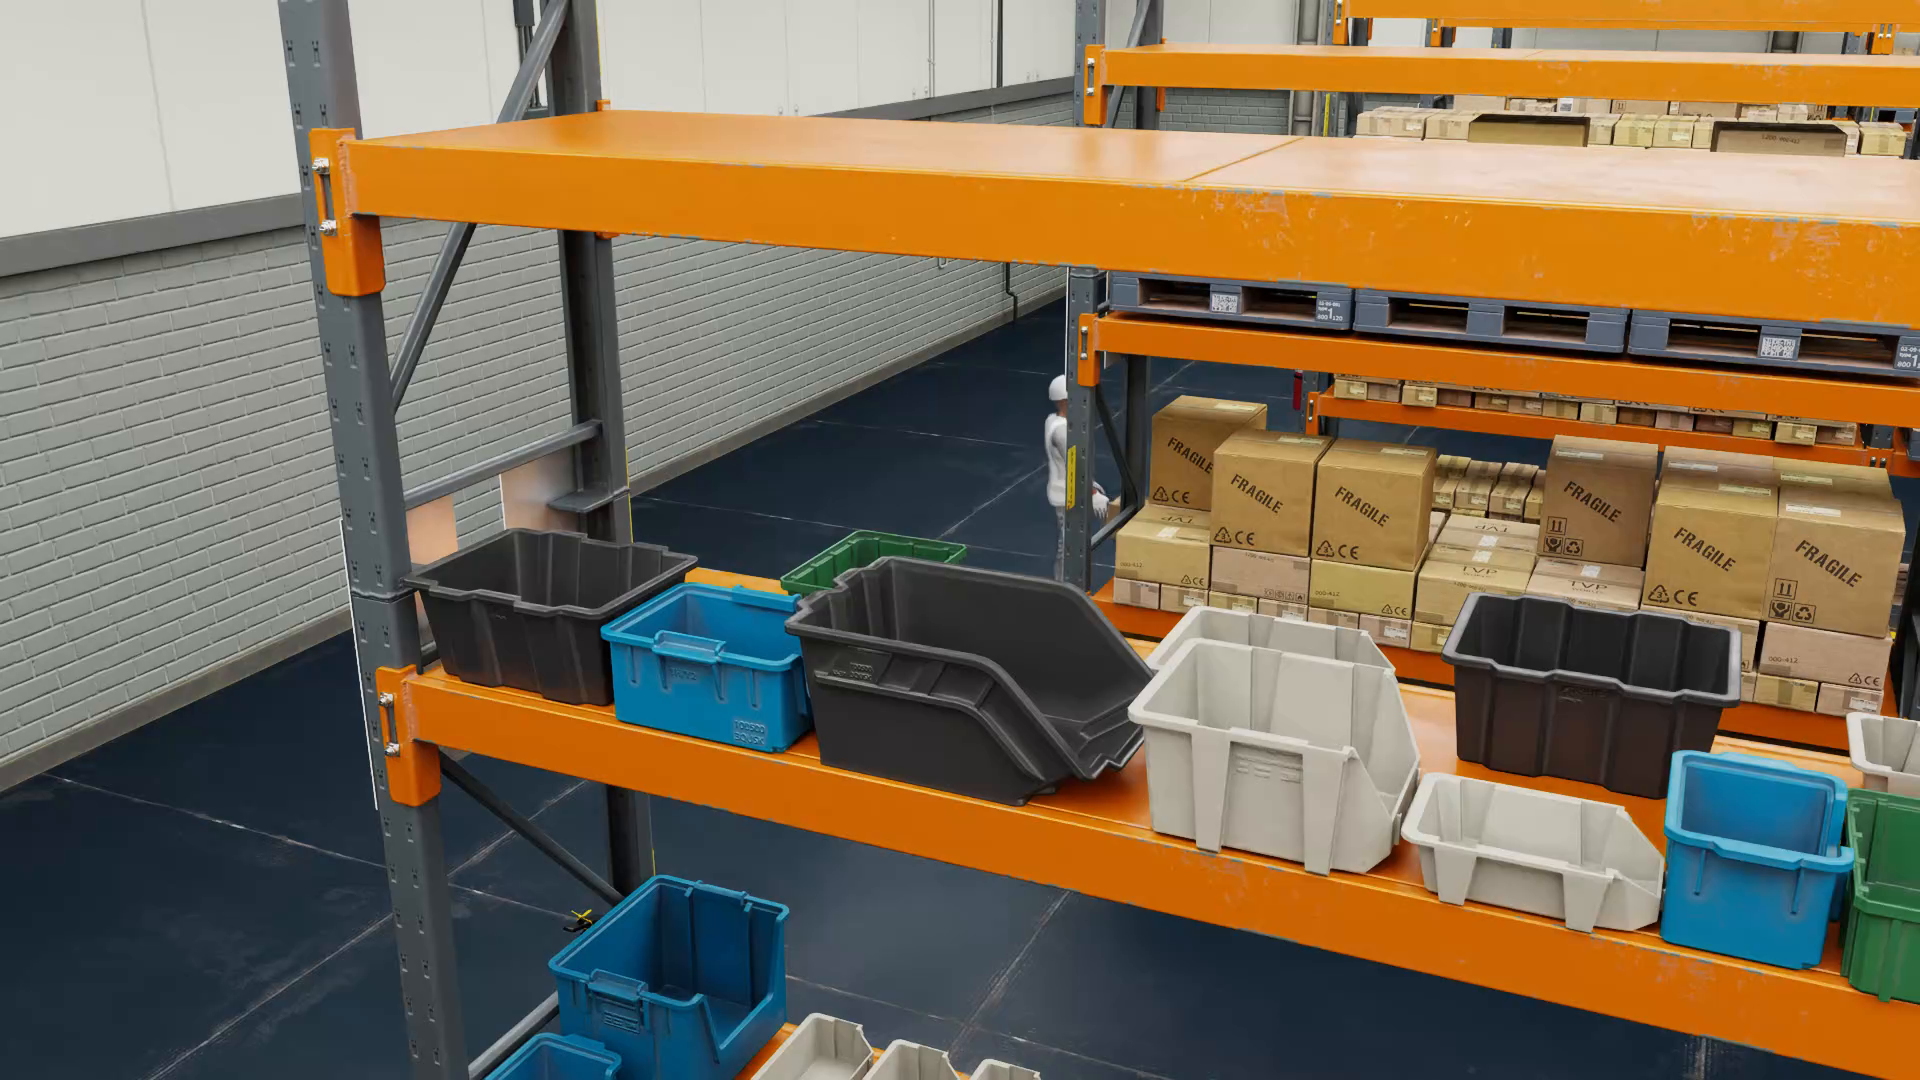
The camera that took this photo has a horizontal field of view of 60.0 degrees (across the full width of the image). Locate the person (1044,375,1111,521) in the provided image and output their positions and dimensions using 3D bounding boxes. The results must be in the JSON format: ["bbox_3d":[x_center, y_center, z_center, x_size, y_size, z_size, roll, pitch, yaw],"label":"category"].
[{"bbox_3d":[0.834,-0.288,11.845,0.481,1.791,0.576,0,19,-1],"label":"person"}]
